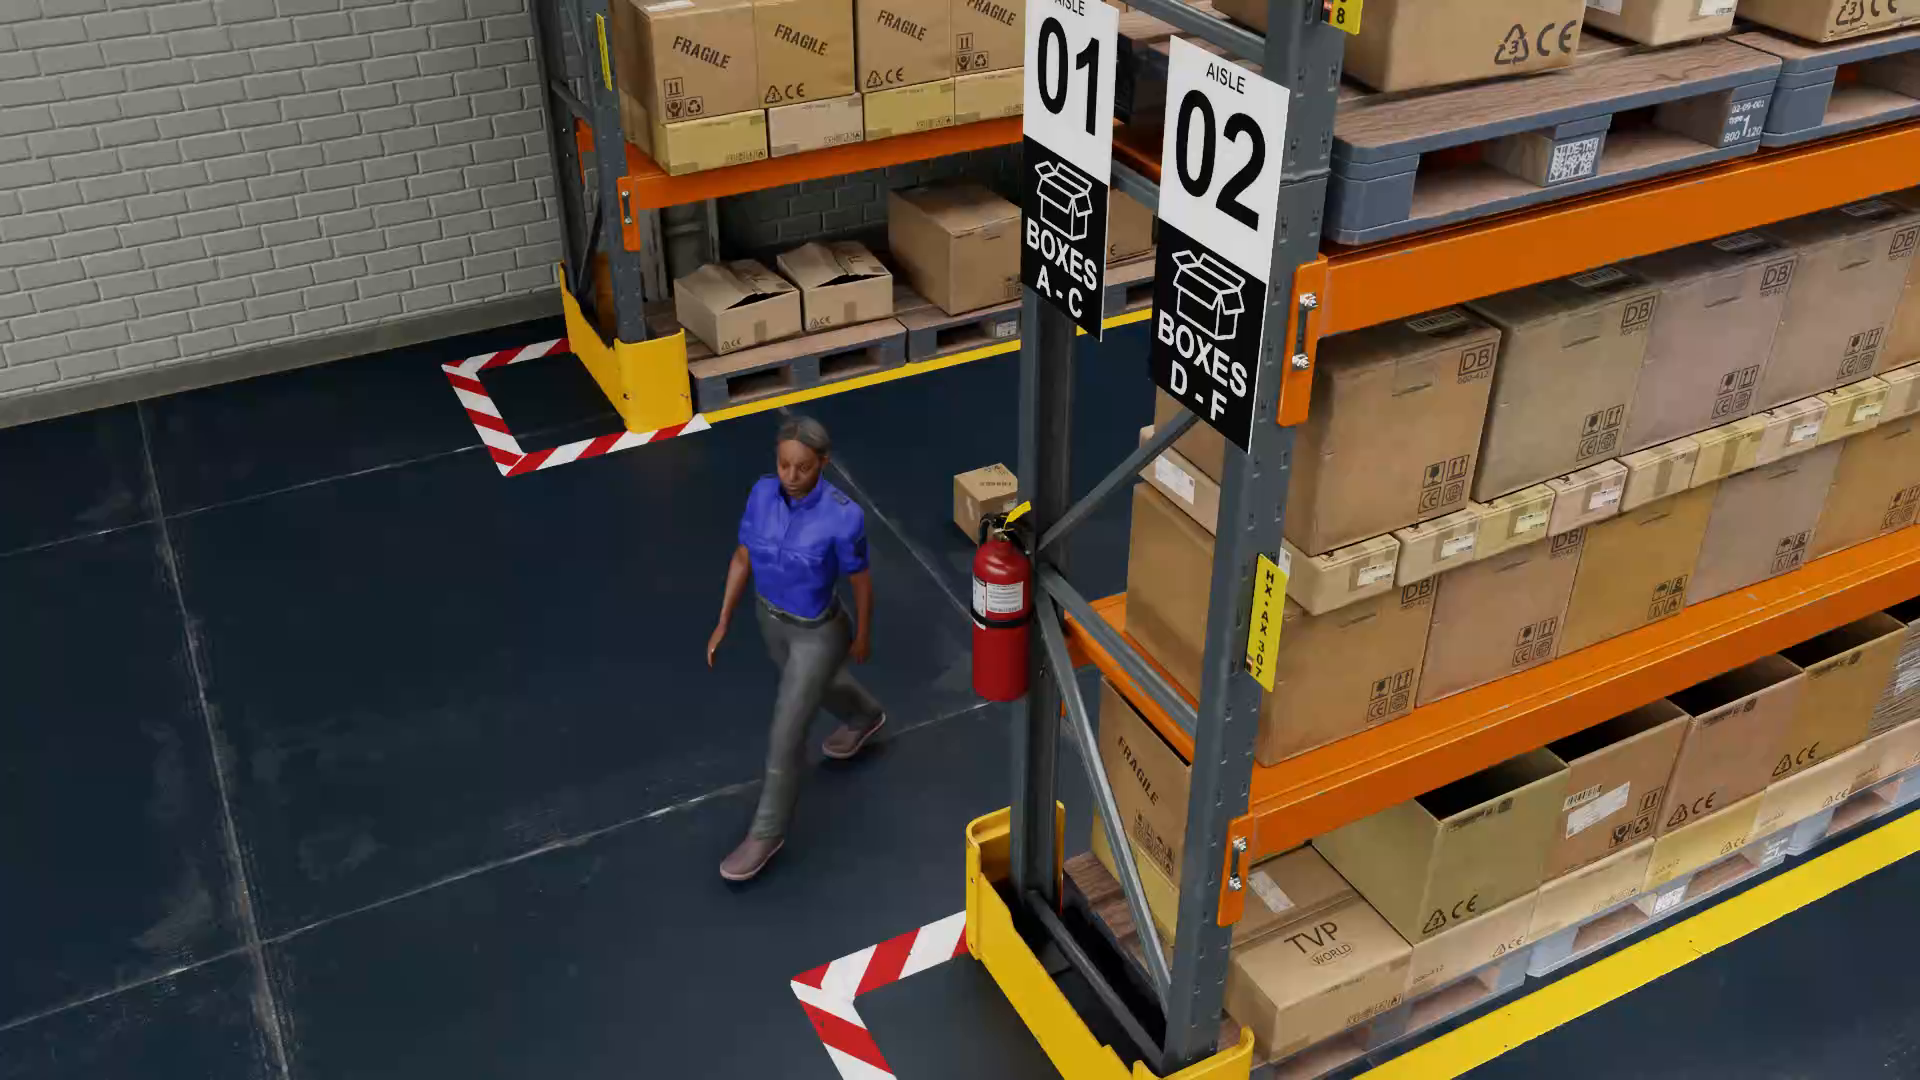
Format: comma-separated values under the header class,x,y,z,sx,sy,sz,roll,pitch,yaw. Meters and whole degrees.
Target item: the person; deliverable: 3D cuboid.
class,x,y,z,sx,sy,sz,roll,pitch,yaw
person,-0.560,0.298,5.682,0.467,1.606,0.973,22,39,30
